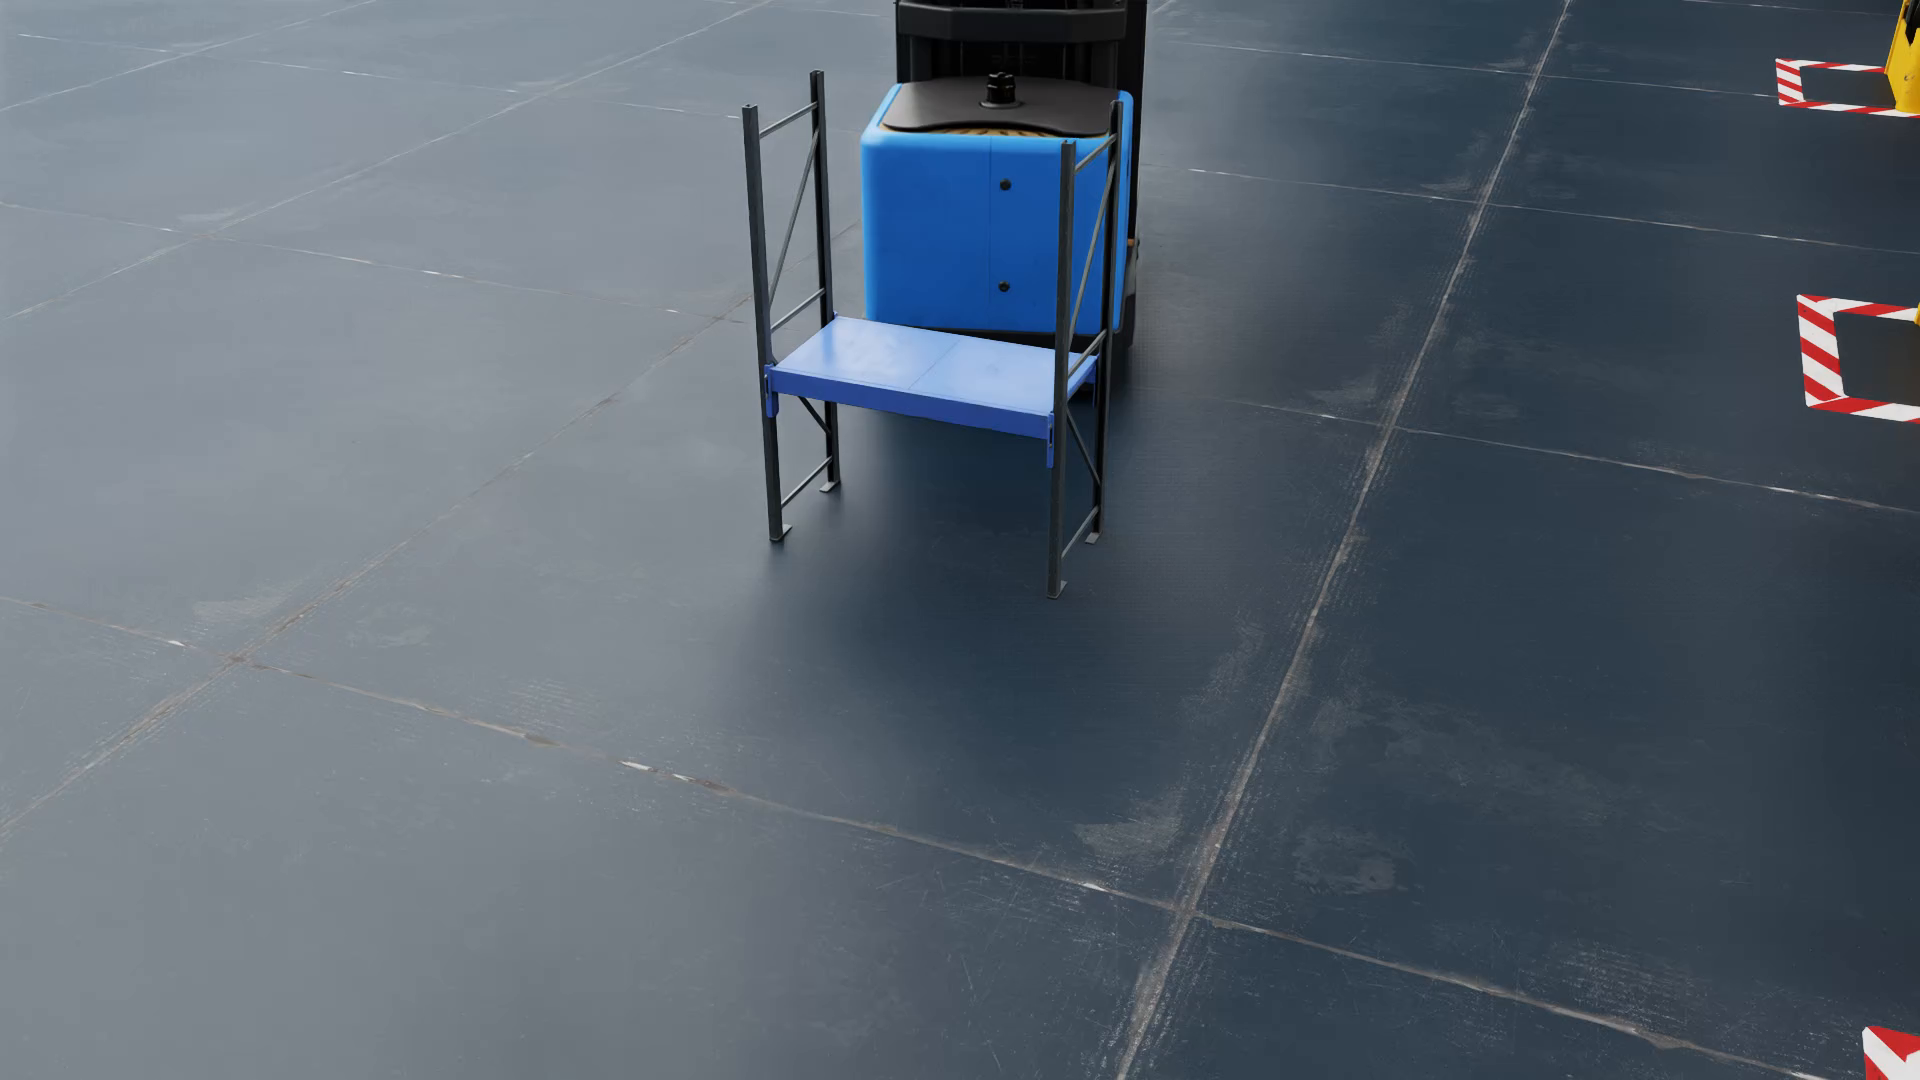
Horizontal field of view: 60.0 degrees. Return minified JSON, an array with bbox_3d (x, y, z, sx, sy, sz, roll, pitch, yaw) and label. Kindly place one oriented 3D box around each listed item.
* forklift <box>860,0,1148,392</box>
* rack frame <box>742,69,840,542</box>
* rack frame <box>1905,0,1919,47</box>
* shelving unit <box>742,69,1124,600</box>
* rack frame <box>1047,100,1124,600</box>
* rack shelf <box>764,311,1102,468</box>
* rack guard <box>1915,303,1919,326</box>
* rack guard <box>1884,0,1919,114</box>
[{"bbox_3d":[0.294,-2.571,7.319,1.130,2.935,3.031,3,30,6],"label":"forklift"},{"bbox_3d":[-0.550,-0.763,5.575,0.032,1.500,0.500,11,31,19],"label":"rack frame"},{"bbox_3d":[6.258,-4.272,10.259,0.127,3.000,1.000,11,31,19],"label":"rack frame"},{"bbox_3d":[-0.079,-0.669,5.409,1.048,1.500,0.538,11,31,19],"label":"shelving unit"},{"bbox_3d":[0.392,-0.575,5.242,0.032,1.500,0.500,11,31,19],"label":"rack frame"},{"bbox_3d":[-0.079,-0.512,5.497,1.000,0.185,0.538,11,31,19],"label":"rack shelf"},{"bbox_3d":[4.277,-0.945,6.914,0.348,0.500,1.175,11,31,19],"label":"rack guard"},{"bbox_3d":[6.328,-3.169,10.849,0.348,0.500,1.175,11,31,19],"label":"rack guard"}]
